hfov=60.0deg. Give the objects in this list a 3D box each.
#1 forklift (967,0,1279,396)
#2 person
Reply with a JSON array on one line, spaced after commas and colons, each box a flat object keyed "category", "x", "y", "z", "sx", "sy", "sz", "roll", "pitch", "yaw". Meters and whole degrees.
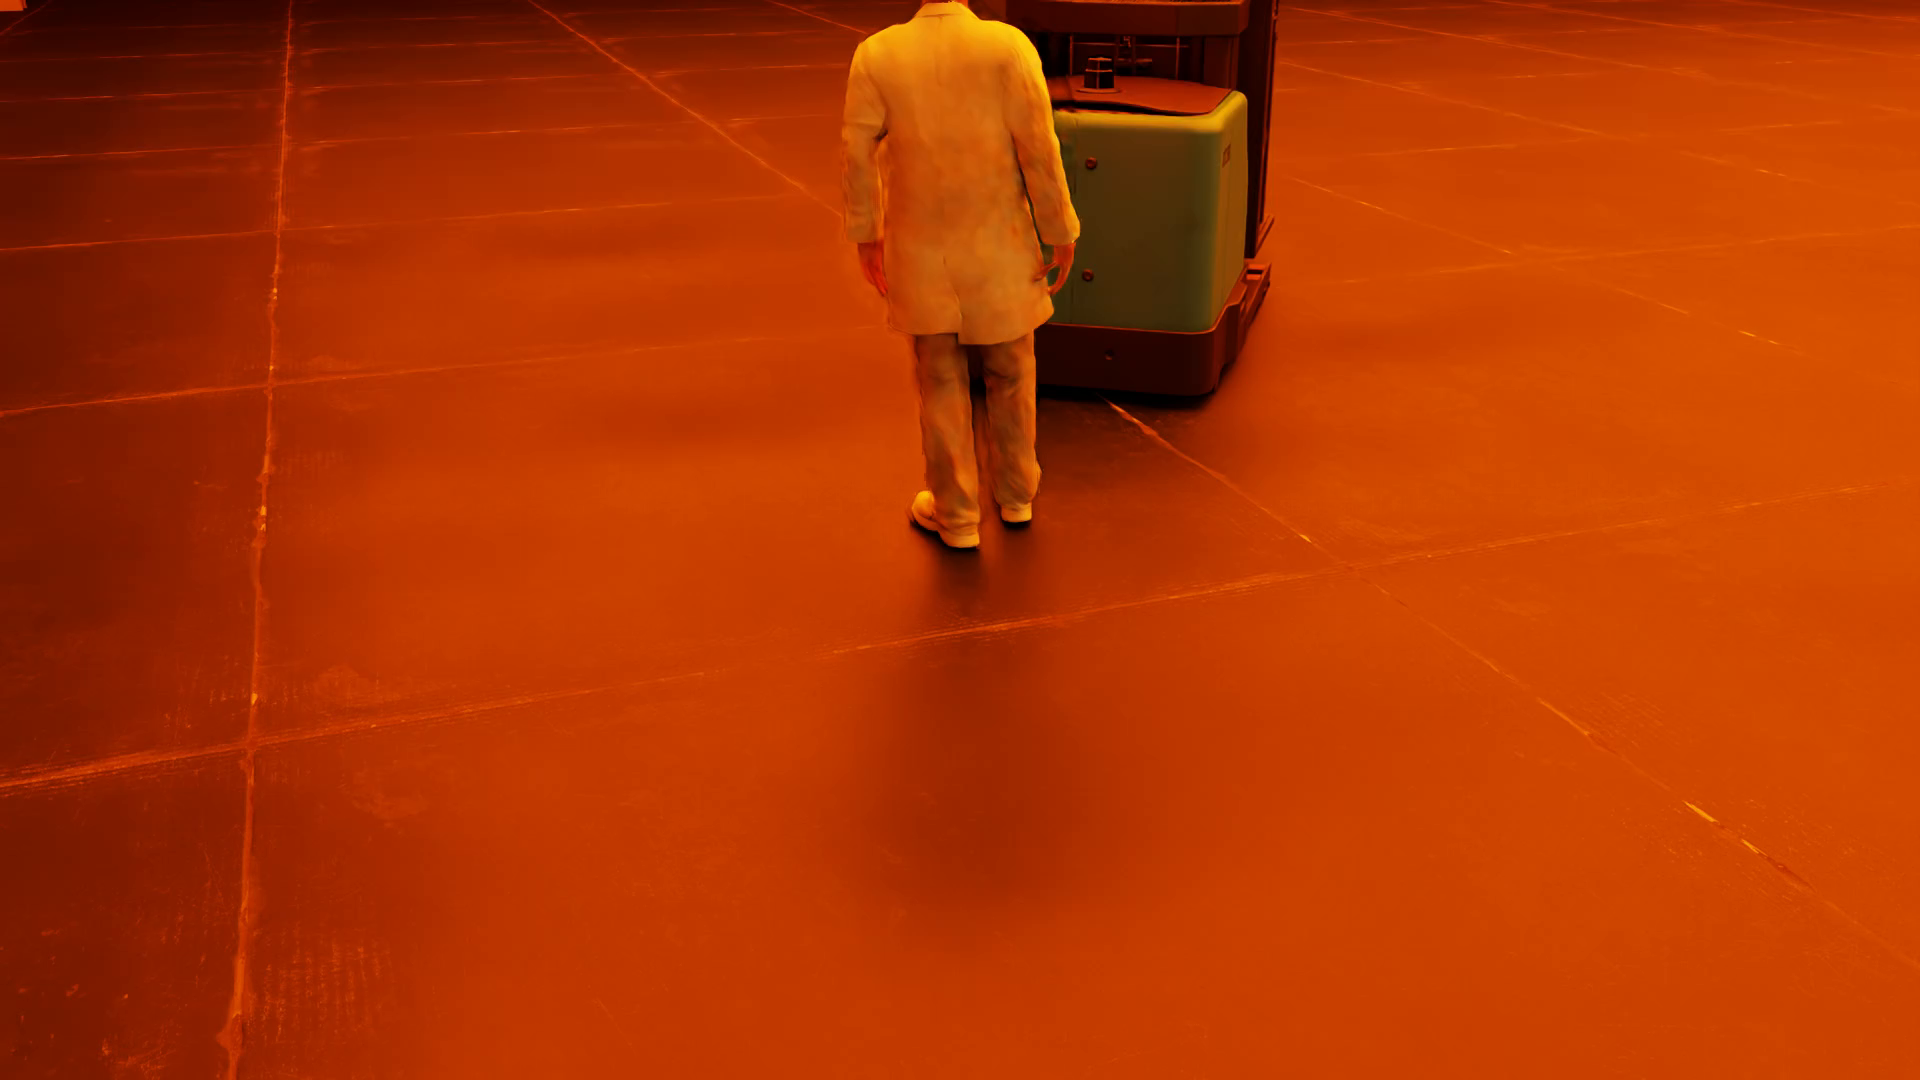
[{"category": "forklift", "x": 0.823, "y": -2.428, "z": 7.072, "sx": 1.130, "sy": 2.935, "sz": 3.031, "roll": 6, "pitch": 24, "yaw": 15}, {"category": "person", "x": 0.036, "y": -0.877, "z": 4.861, "sx": 0.697, "sy": 1.779, "sz": 0.667, "roll": 6, "pitch": 24, "yaw": 15}]
